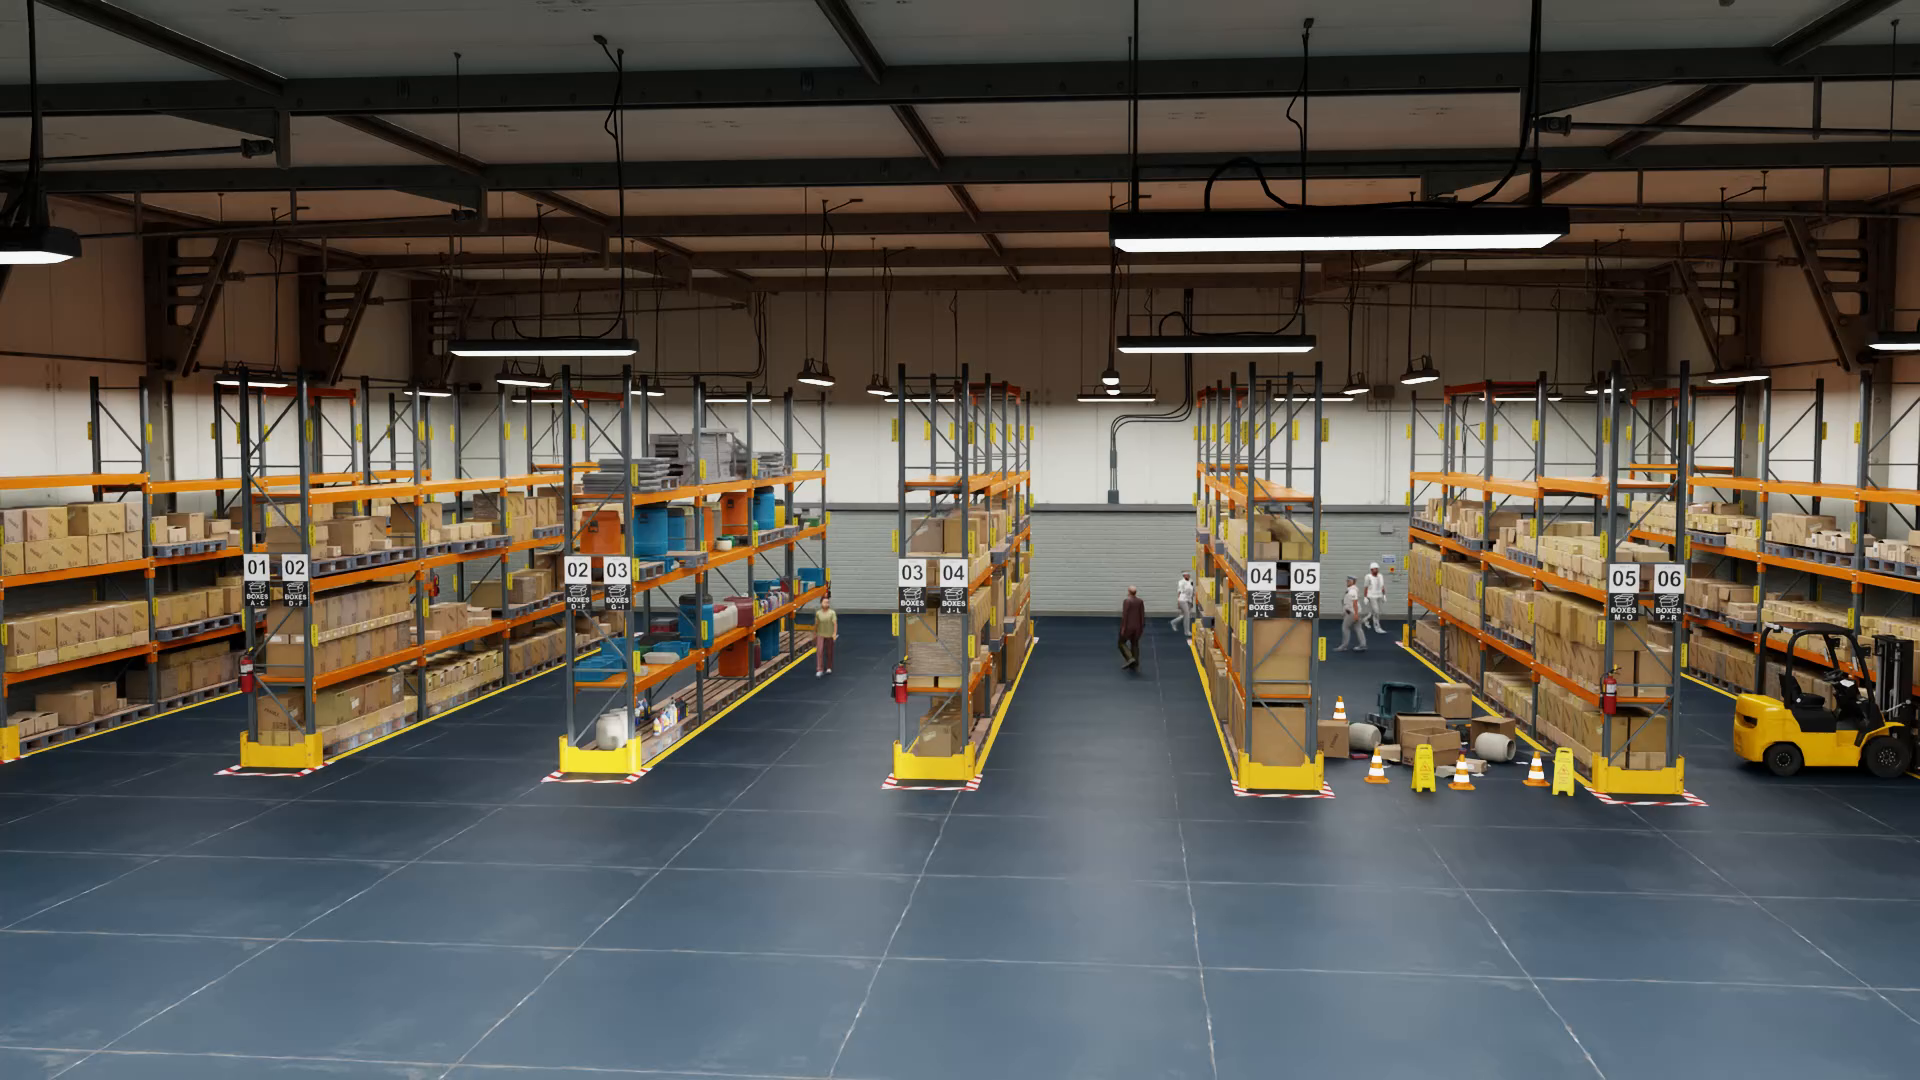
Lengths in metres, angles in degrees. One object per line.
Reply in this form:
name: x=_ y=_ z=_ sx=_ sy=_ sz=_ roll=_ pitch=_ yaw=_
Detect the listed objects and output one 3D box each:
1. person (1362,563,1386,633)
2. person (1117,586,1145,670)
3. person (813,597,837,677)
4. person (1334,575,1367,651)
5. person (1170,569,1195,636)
person: x=10.394 y=1.443 z=41.768 sx=0.588 sy=1.767 sz=0.913 roll=-2 pitch=4 yaw=-30
person: x=3.655 y=1.855 z=35.171 sx=0.638 sy=1.779 sz=0.539 roll=-2 pitch=4 yaw=-32
person: x=-2.775 y=1.975 z=34.174 sx=0.503 sy=1.599 sz=1.044 roll=0 pitch=4 yaw=-4
person: x=8.989 y=1.679 z=38.203 sx=0.740 sy=1.763 sz=0.537 roll=2 pitch=4 yaw=32
person: x=5.535 y=1.524 z=41.194 sx=0.792 sy=1.646 sz=0.452 roll=3 pitch=5 yaw=42
